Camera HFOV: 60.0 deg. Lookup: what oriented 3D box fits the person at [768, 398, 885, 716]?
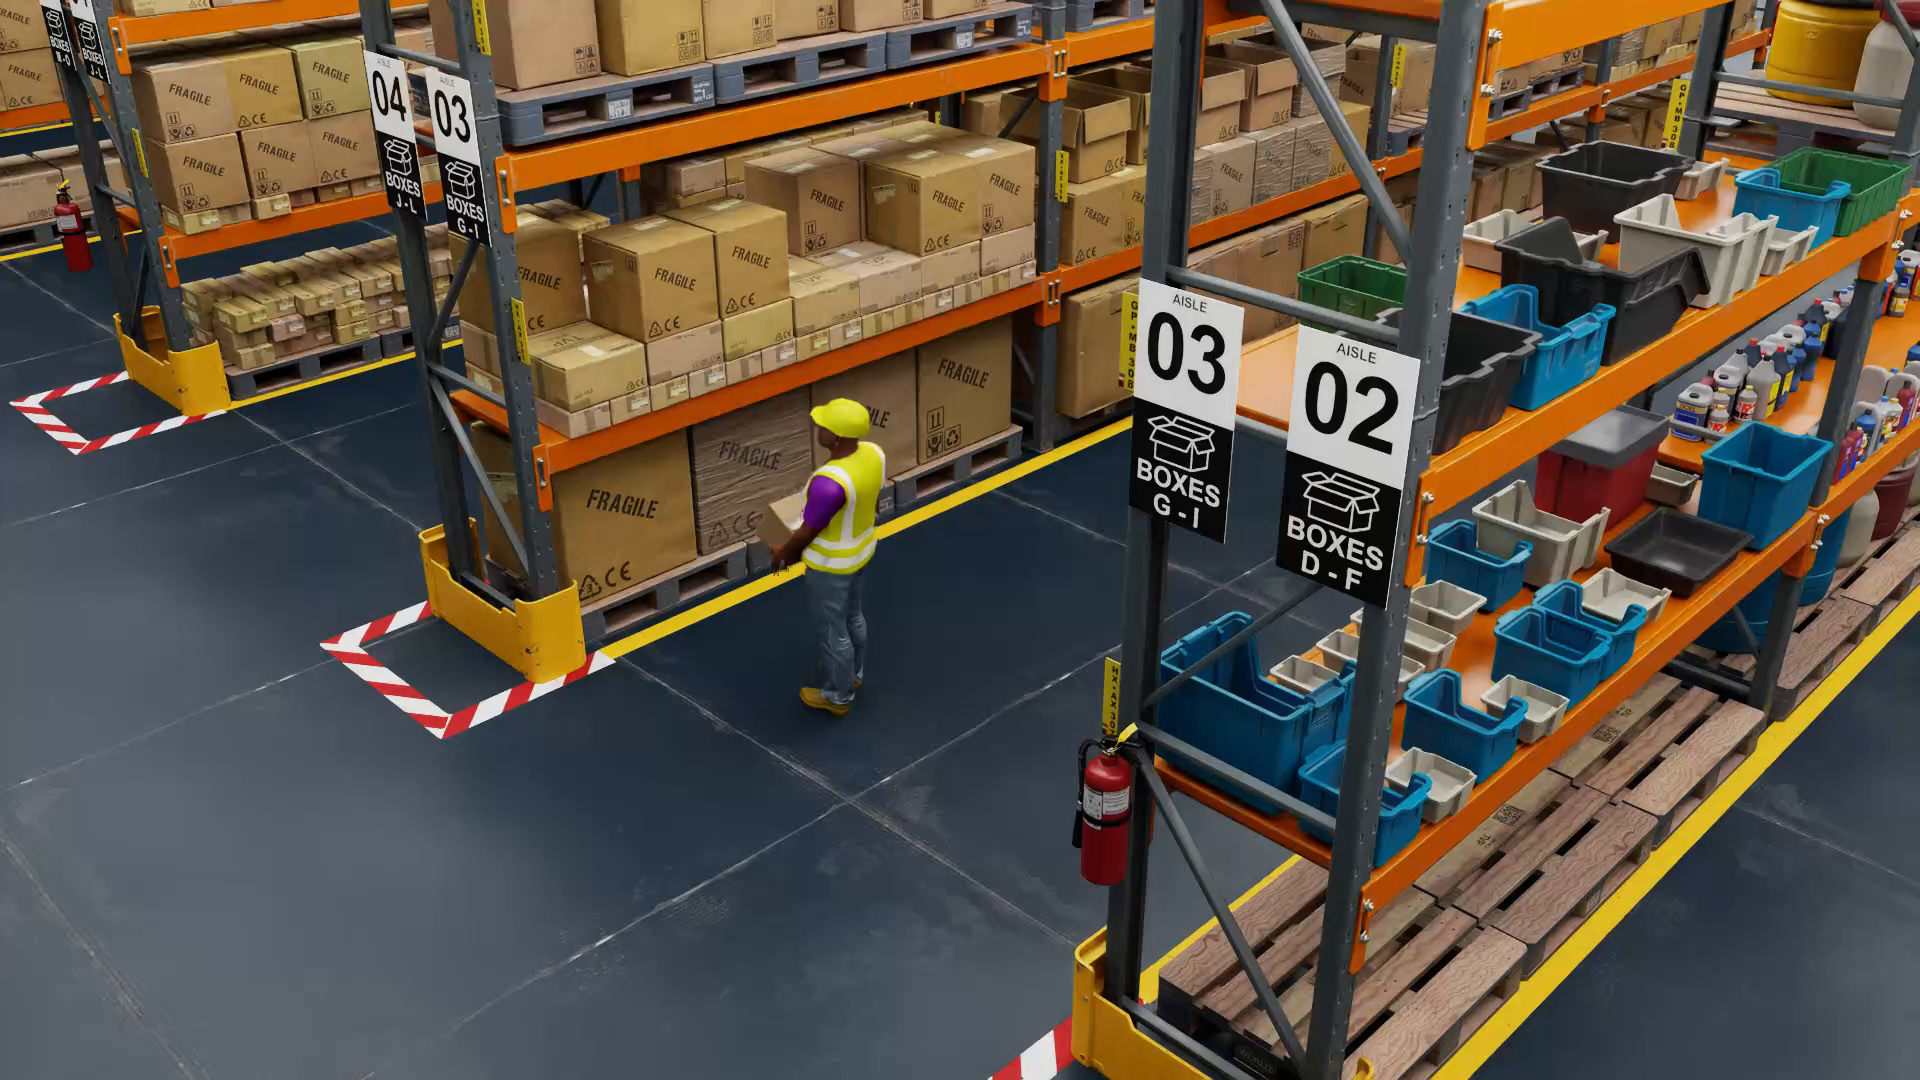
[{"bbox_3d":[-0.669,0.068,8.458,0.539,1.772,0.582,12,30,21],"label":"person"}]
